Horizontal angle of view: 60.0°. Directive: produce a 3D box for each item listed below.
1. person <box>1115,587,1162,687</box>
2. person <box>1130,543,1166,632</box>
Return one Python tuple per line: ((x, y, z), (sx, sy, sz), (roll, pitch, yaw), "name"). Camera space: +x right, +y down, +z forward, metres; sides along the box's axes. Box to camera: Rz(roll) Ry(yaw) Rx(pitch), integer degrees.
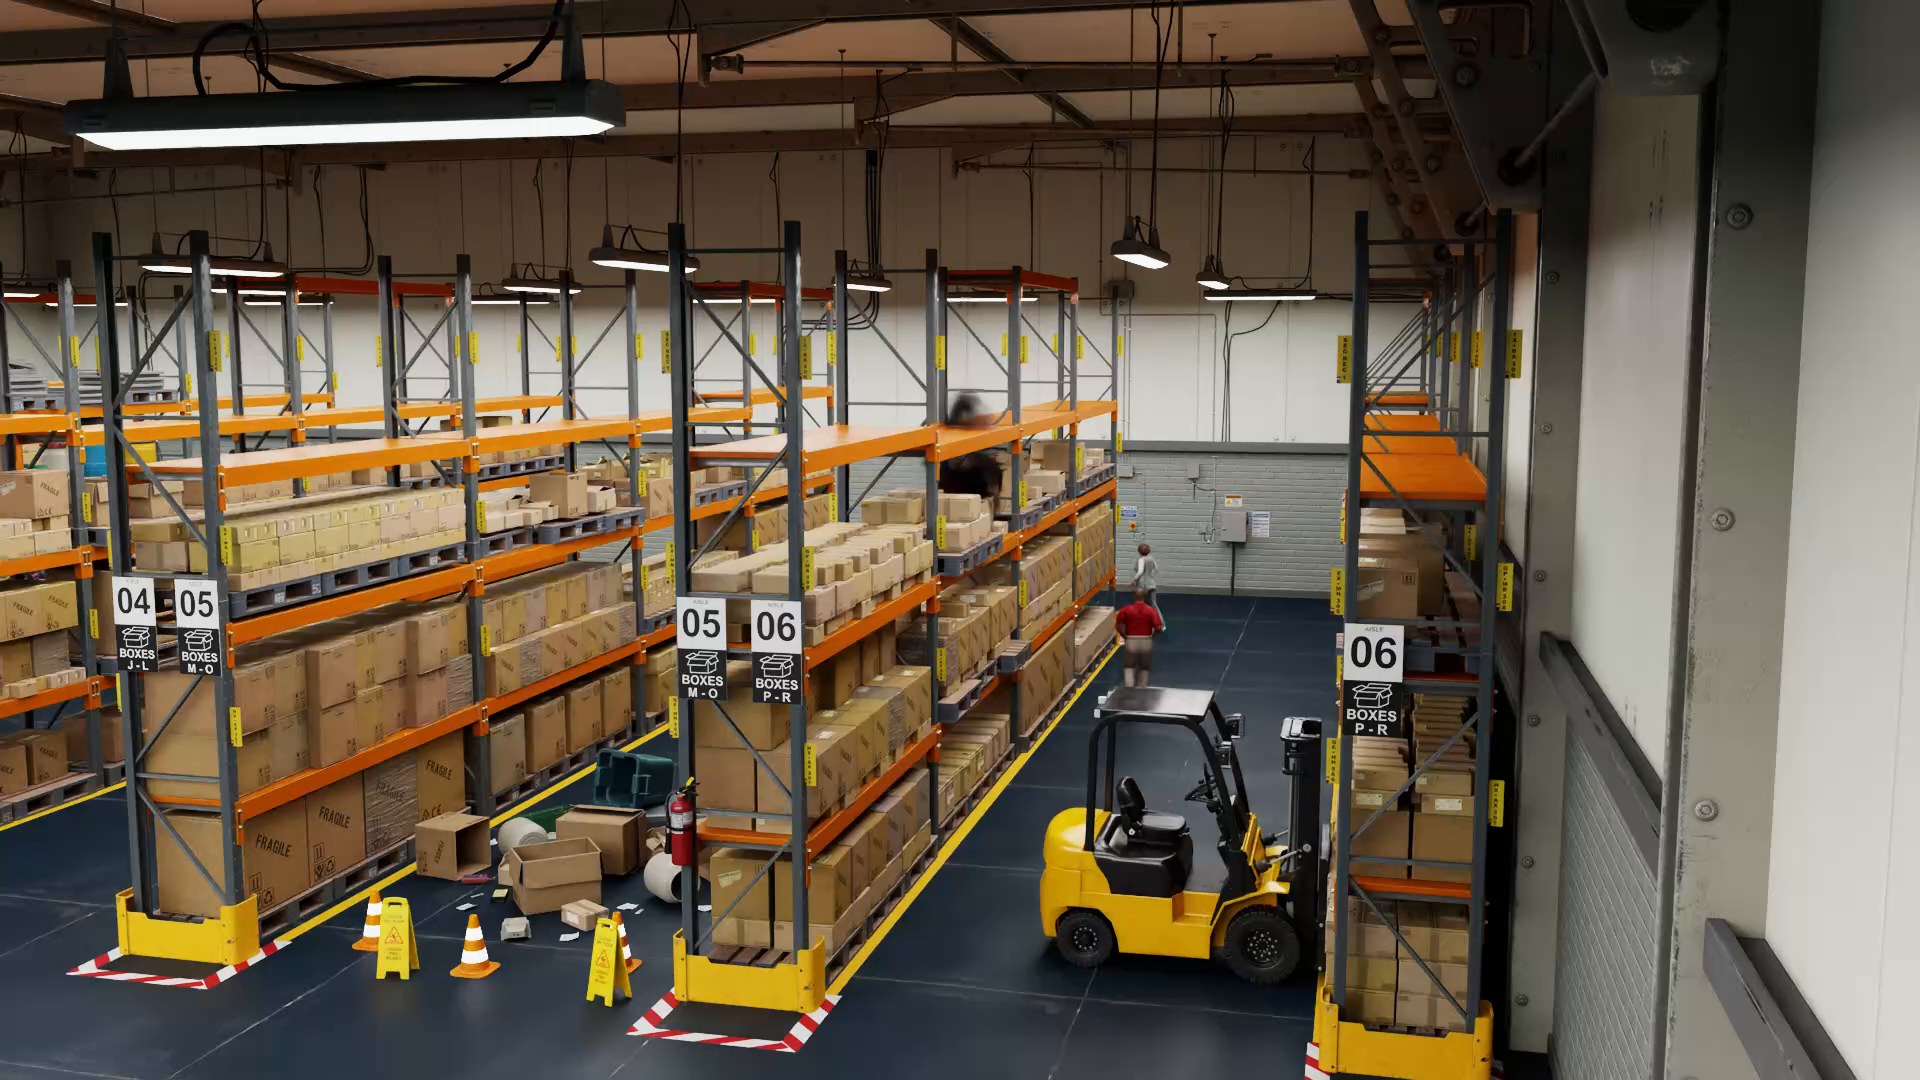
((2.508, 1.487, 23.367), (0.659, 1.674, 0.623), (1, 7, 8), "person")
((3.178, 0.843, 28.868), (0.596, 1.596, 0.735), (-5, 8, -34), "person")
